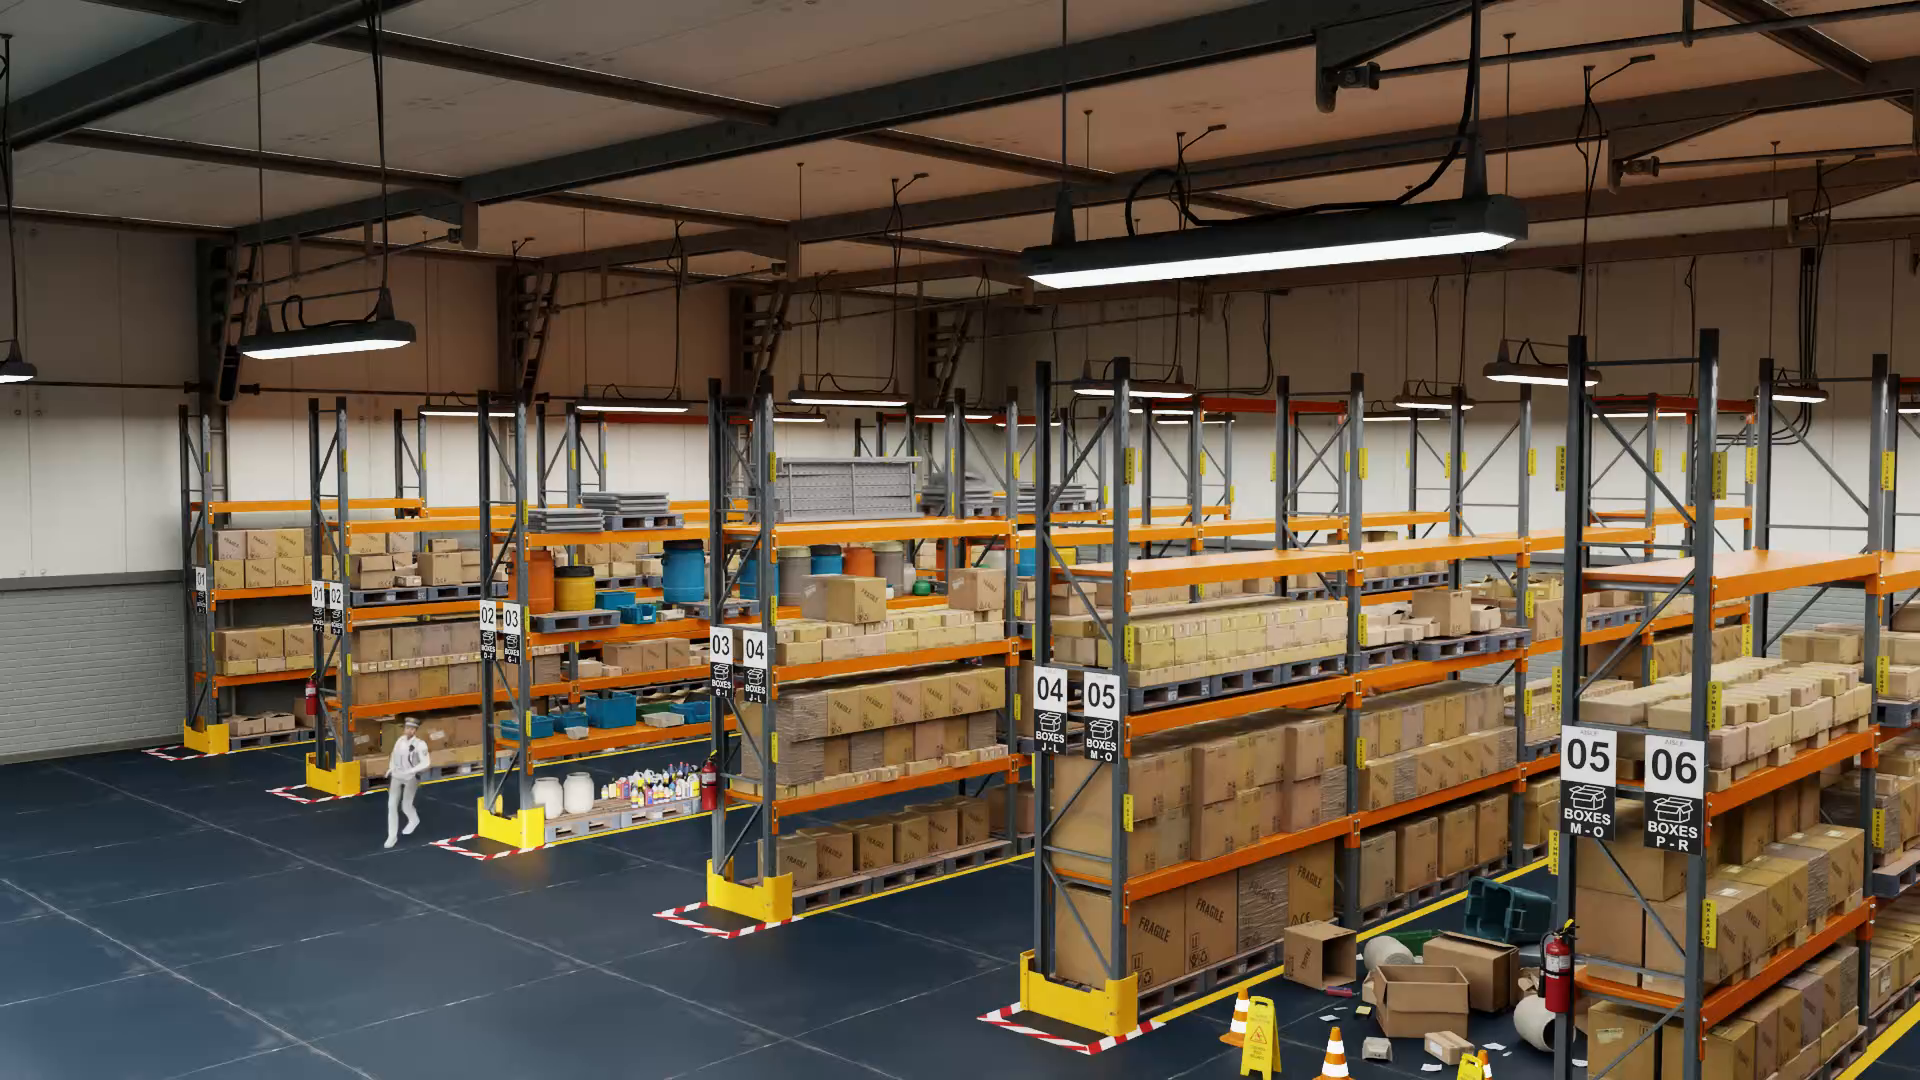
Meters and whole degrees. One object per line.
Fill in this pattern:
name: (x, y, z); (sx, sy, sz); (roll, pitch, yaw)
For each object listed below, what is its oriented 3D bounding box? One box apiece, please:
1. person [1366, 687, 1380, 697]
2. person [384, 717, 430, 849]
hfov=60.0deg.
person: (6.350, 3.027, 25.588); (0.524, 1.640, 0.713); (3, 4, 44)
person: (-7.295, 3.179, 22.025); (0.632, 1.693, 0.764); (0, 3, 8)
